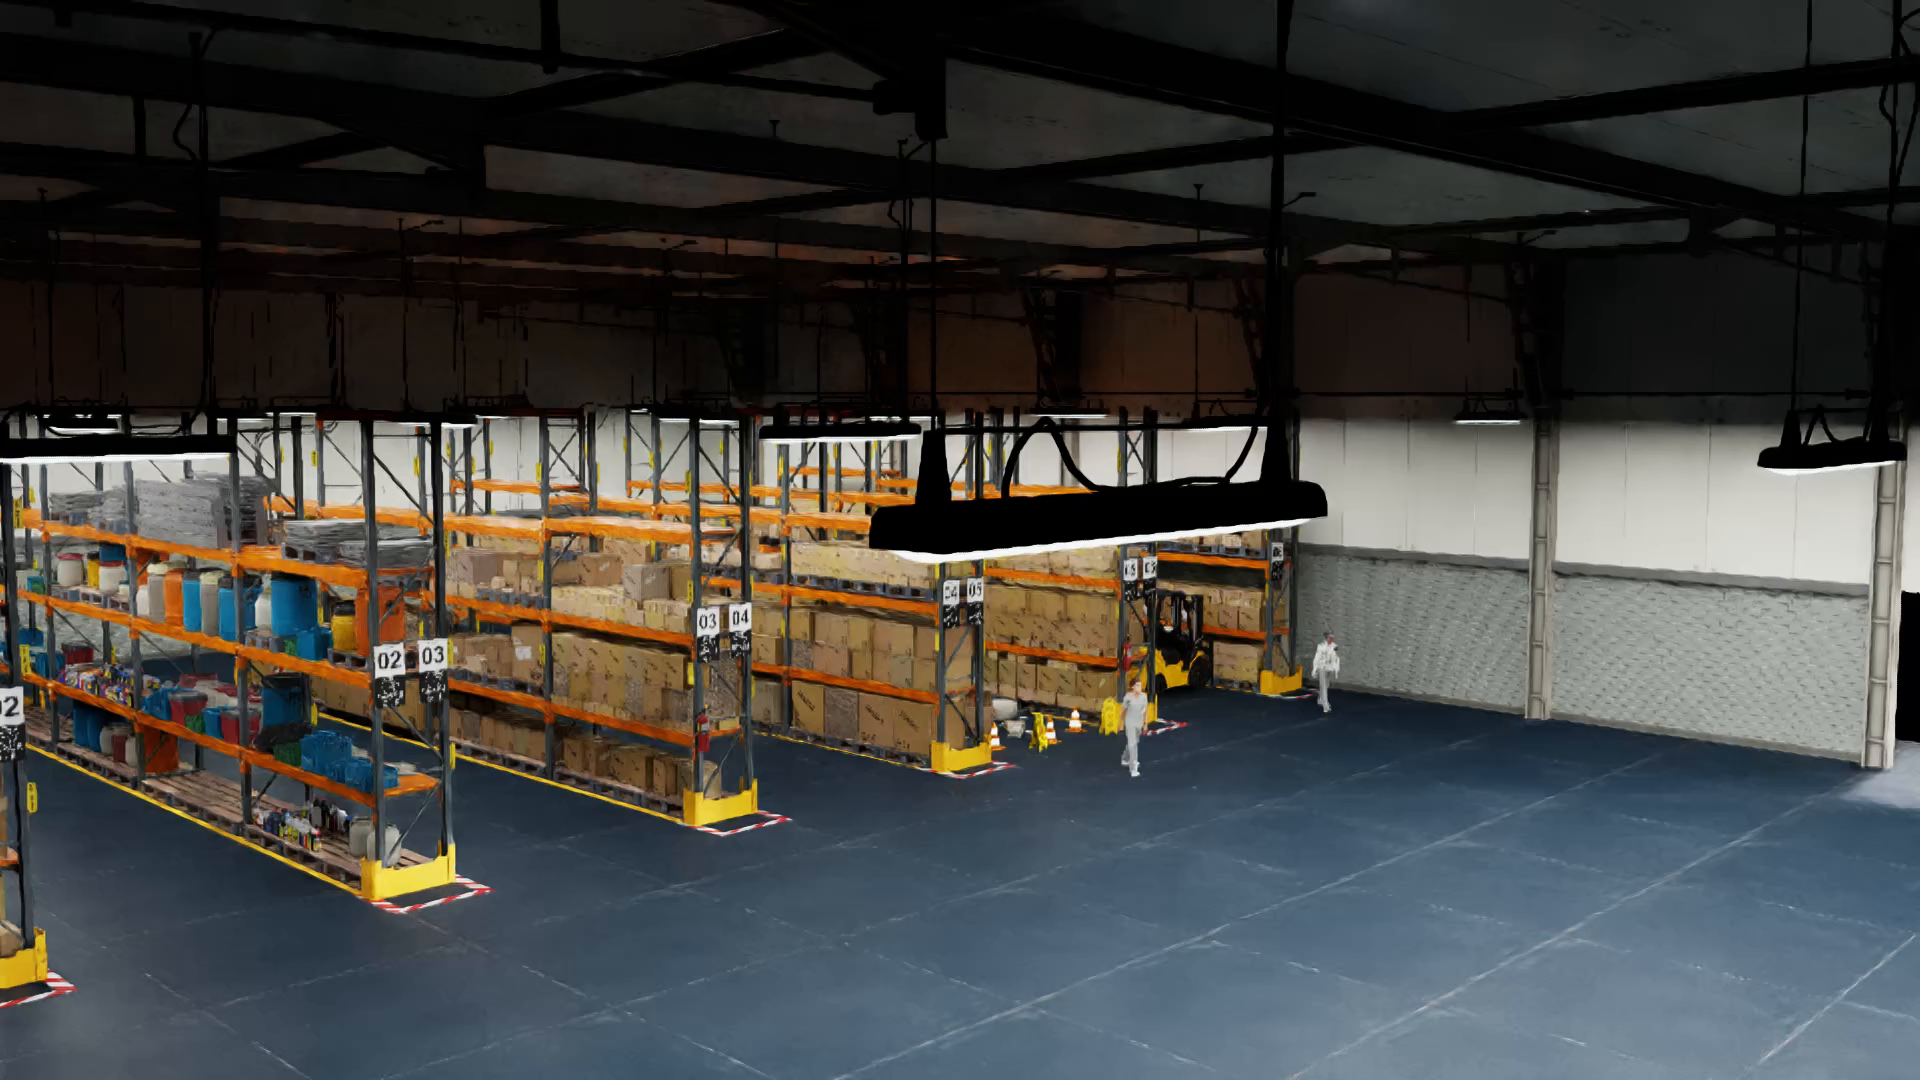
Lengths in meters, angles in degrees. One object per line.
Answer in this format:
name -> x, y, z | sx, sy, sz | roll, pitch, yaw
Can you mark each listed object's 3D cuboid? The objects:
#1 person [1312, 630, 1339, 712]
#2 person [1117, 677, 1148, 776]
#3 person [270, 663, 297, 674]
person -> 7.332, 2.577, 33.173 | 0.523, 1.625, 0.911 | -2, 5, -18
person -> 2.903, 3.073, 27.724 | 0.478, 1.616, 0.958 | -2, 6, -24
person -> -12.698, 2.690, 31.348 | 0.553, 1.706, 1.123 | -5, 7, -43
